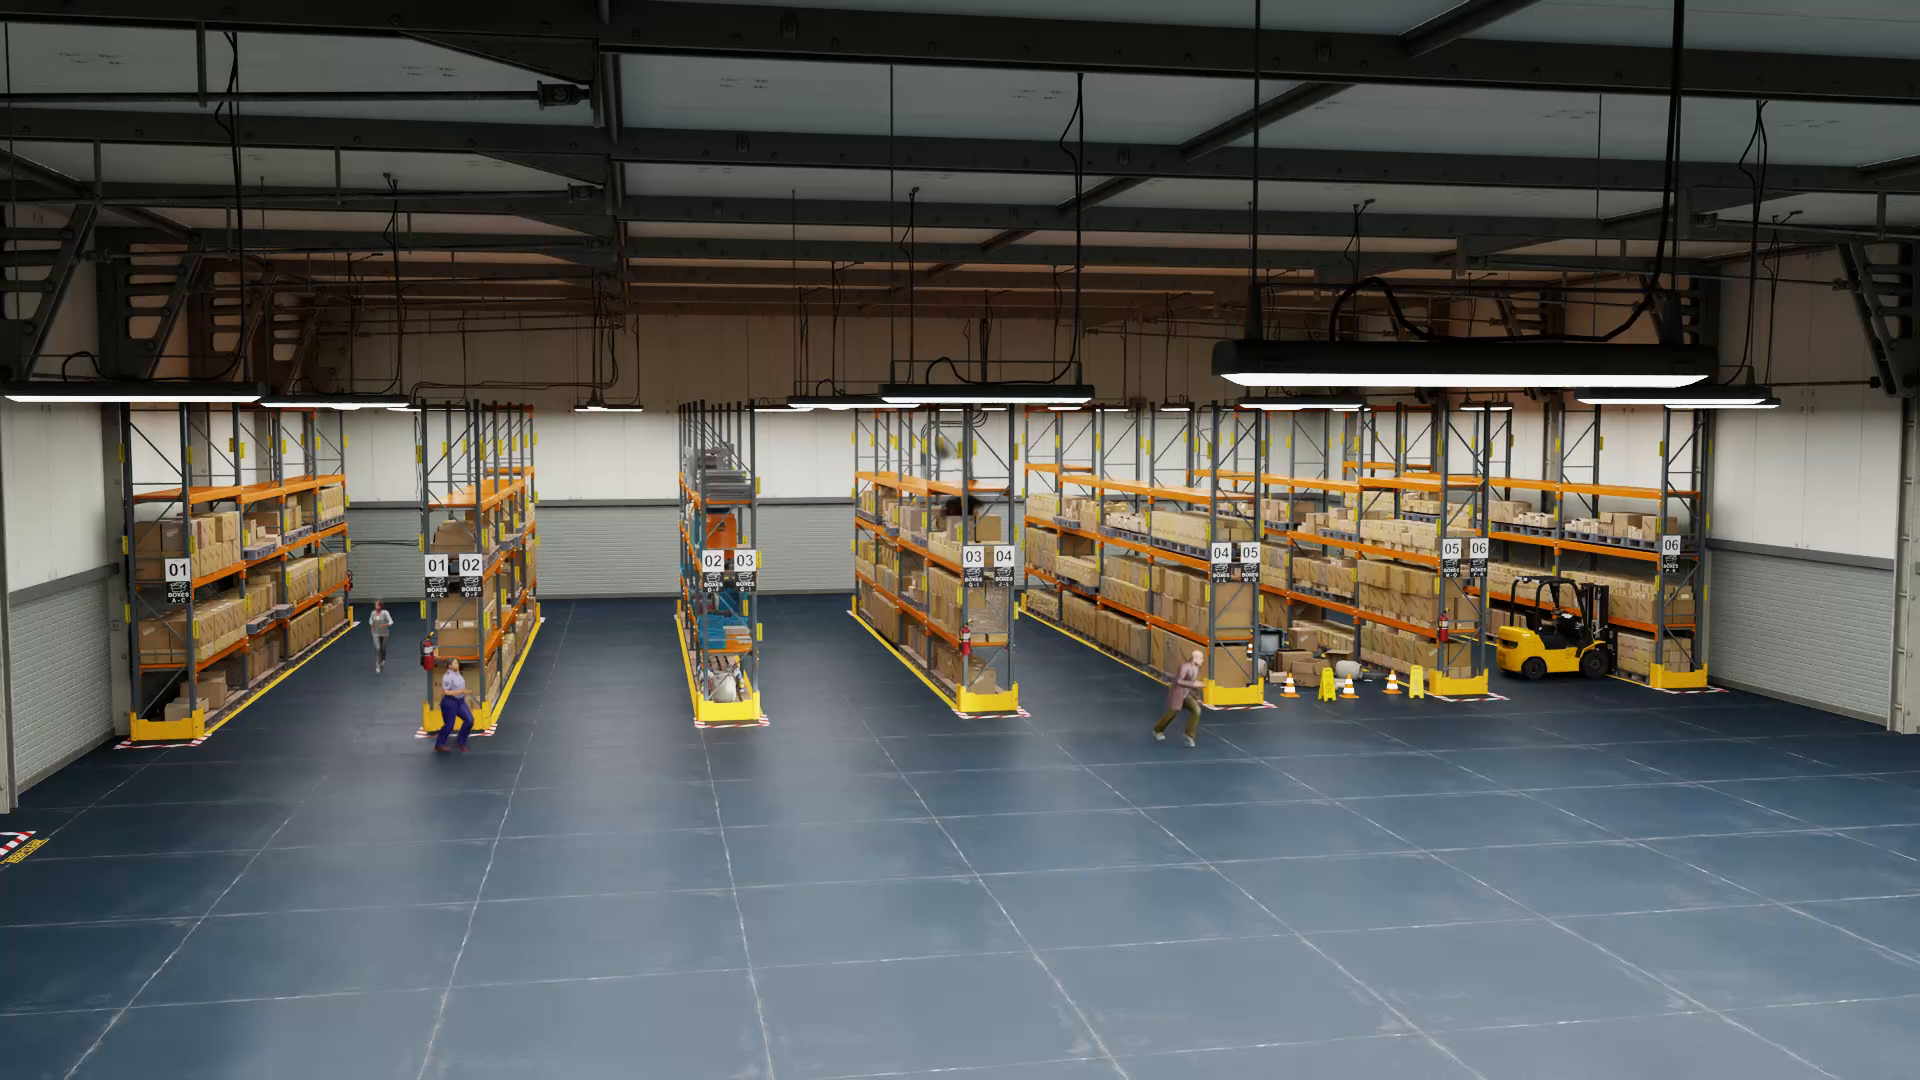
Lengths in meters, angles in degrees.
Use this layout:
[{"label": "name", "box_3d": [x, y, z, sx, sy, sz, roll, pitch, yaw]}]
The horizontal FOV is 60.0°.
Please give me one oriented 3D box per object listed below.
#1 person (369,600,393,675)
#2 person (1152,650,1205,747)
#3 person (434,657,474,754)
[{"label": "person", "box_3d": [-12.866, 2.135, 36.963, 0.525, 1.611, 0.820, -1, 4, -11]}, {"label": "person", "box_3d": [3.810, 2.741, 28.844, 1.072, 1.732, 0.752, 3, 6, 39]}, {"label": "person", "box_3d": [-8.518, 2.812, 27.998, 0.718, 1.678, 0.580, 1, 4, 16]}]
